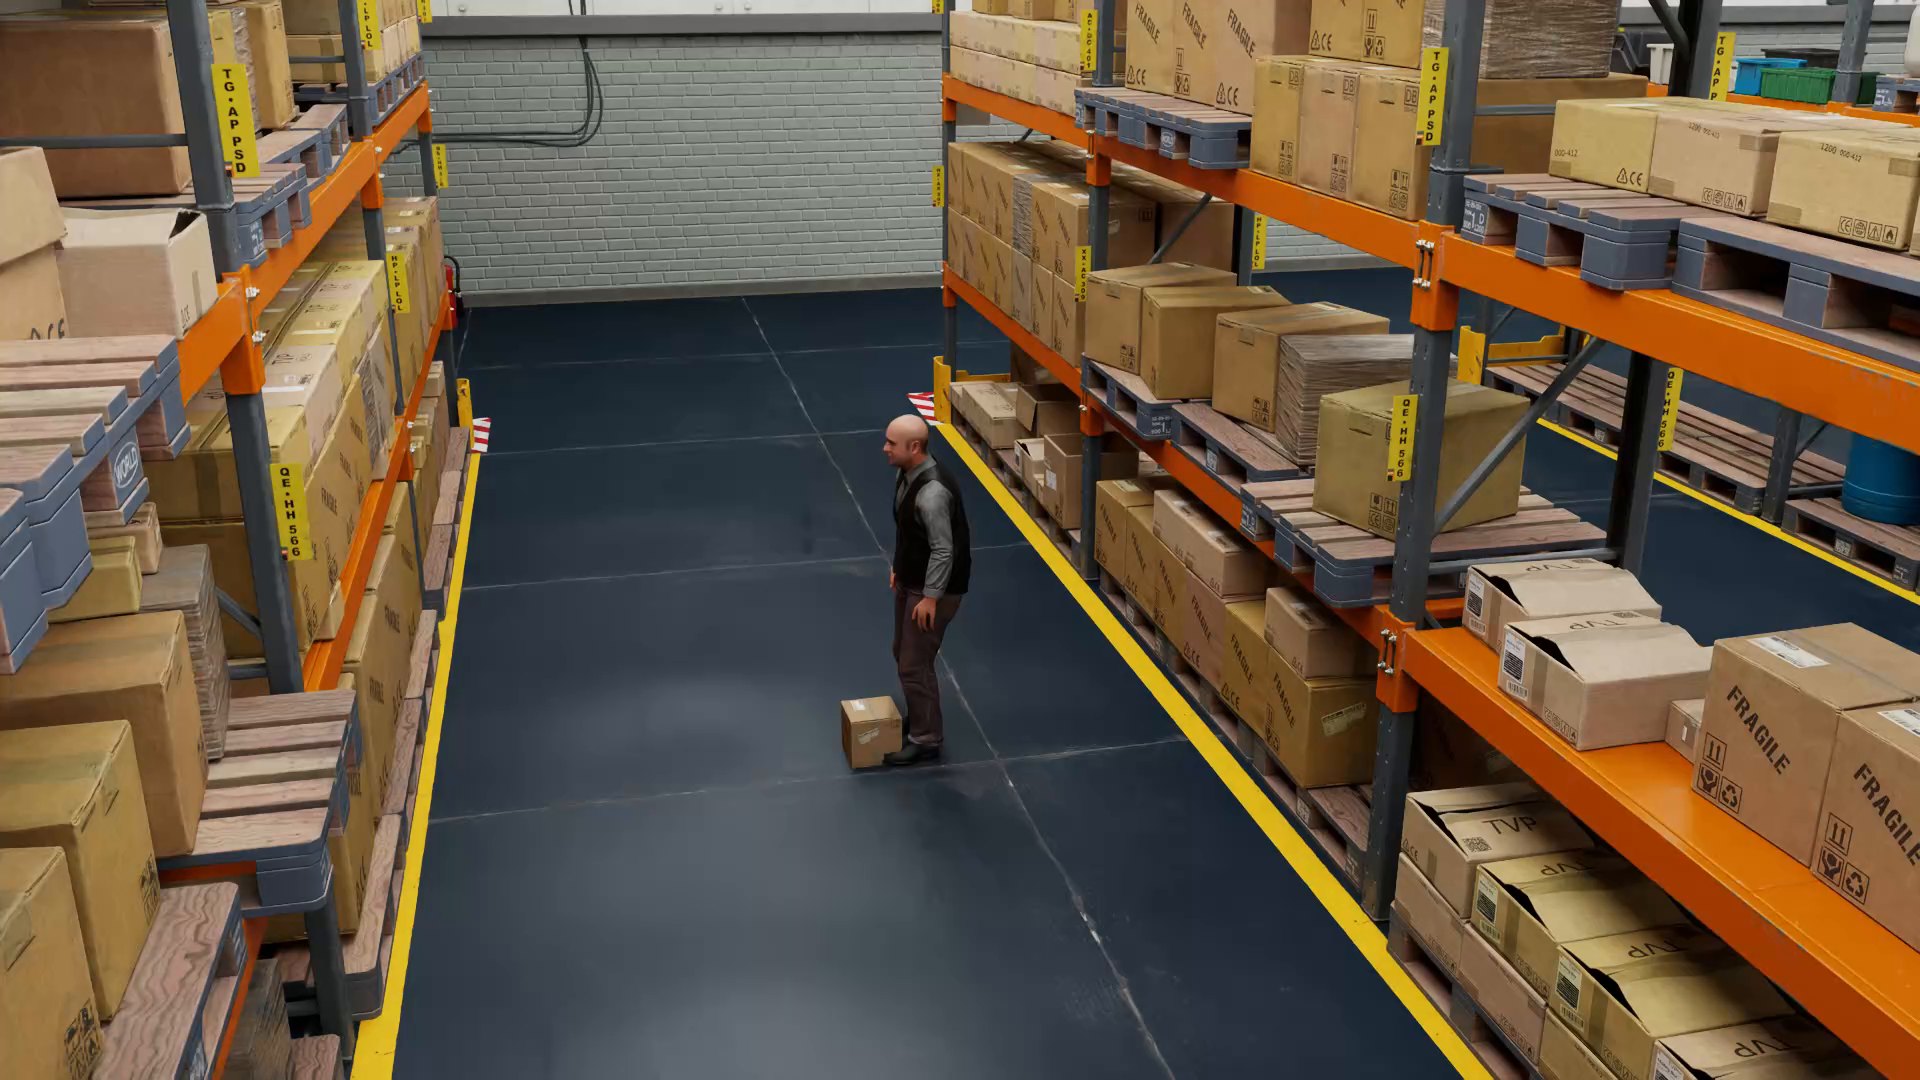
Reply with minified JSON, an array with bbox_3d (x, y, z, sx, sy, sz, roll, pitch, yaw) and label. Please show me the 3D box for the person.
[{"bbox_3d":[-0.188,0.226,7.967,0.462,1.721,0.588,-5,20,-14],"label":"person"}]
